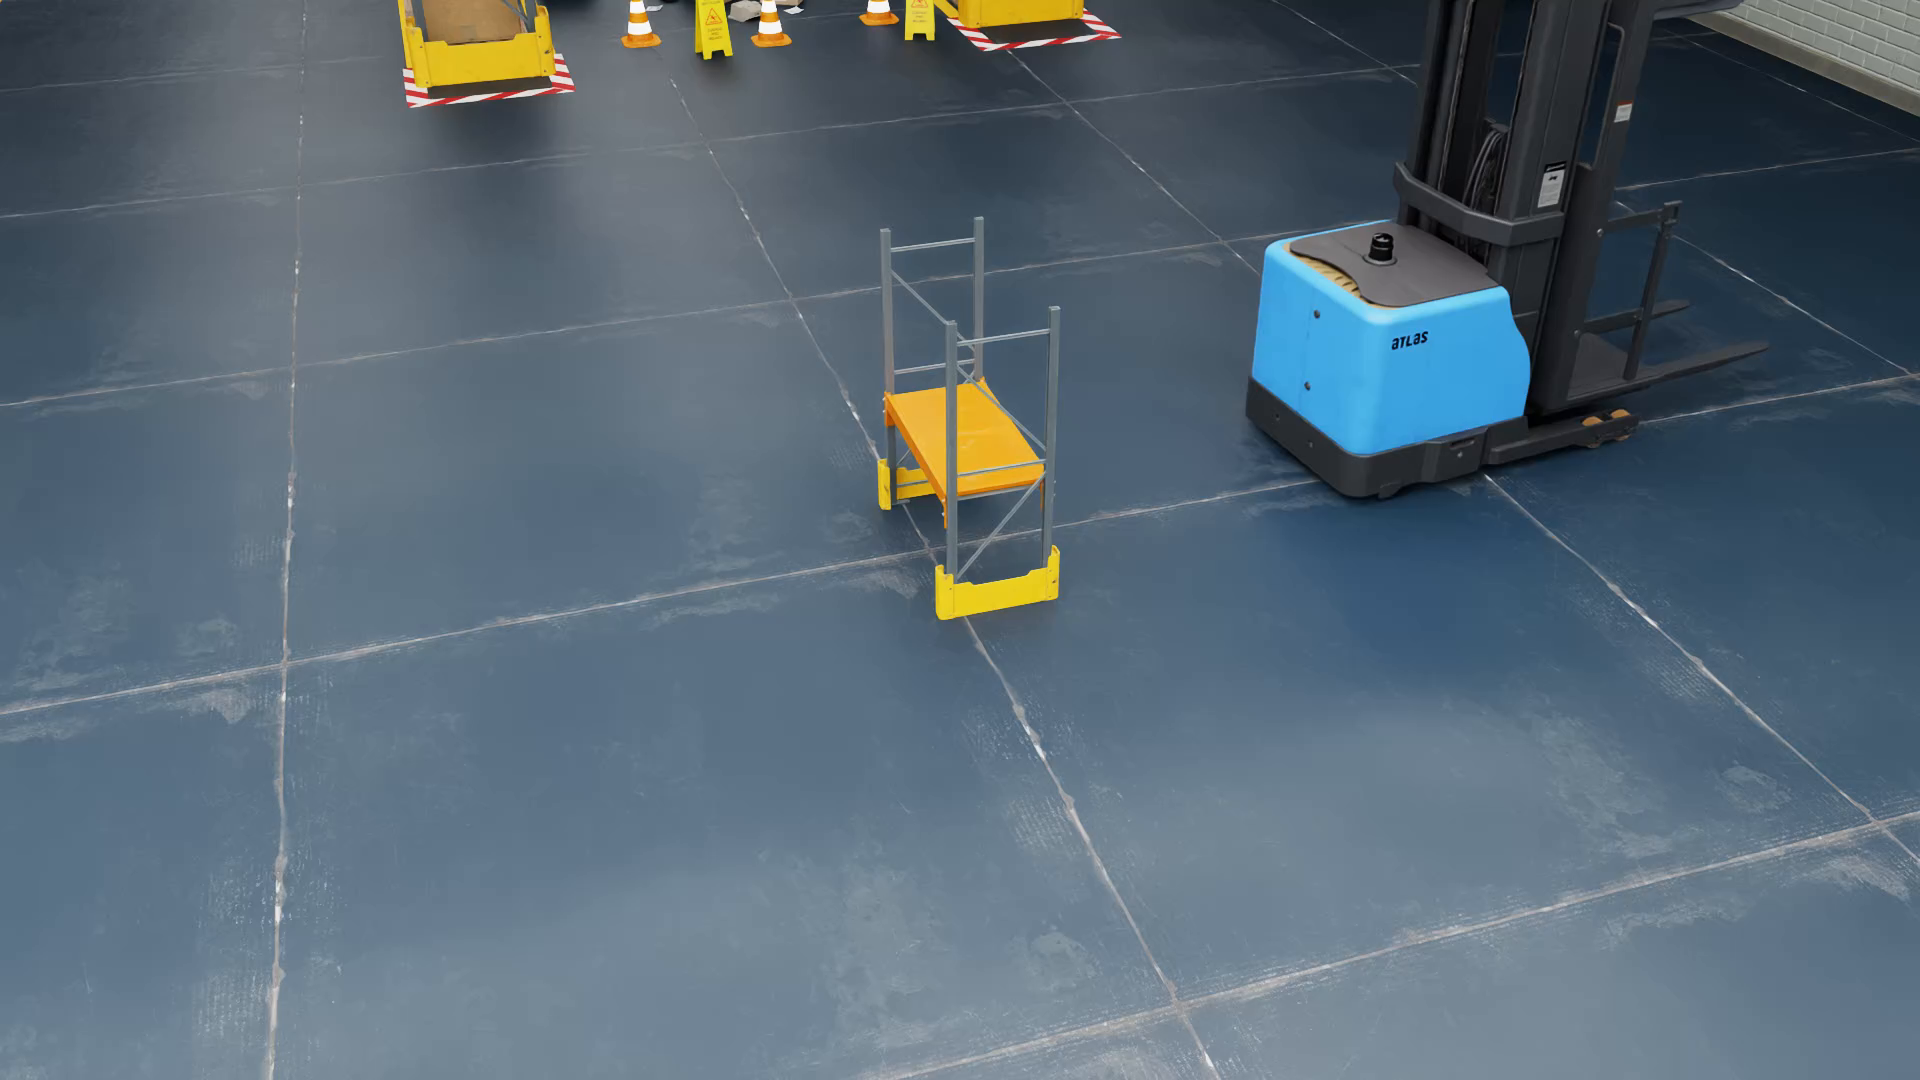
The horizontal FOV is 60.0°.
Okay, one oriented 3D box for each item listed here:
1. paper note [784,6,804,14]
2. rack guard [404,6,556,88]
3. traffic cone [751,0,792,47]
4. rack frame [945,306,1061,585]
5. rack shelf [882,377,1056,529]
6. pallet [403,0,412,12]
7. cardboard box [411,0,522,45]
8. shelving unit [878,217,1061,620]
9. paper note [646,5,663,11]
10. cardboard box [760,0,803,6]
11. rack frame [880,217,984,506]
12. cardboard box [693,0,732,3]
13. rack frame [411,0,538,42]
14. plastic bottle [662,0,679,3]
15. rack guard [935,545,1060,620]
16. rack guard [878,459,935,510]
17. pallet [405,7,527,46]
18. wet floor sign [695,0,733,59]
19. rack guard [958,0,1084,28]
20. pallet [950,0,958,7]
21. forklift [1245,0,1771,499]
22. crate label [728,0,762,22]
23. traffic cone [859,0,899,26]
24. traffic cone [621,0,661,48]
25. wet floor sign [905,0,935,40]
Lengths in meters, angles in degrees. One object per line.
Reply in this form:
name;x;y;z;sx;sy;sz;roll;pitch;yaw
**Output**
paper note;-1.585;-5.066;15.889;0.148;0.019;0.142;-23;40;-31
rack guard;-4.077;-4.202;14.156;1.175;0.500;0.348;-10;35;-15
traffic cone;-1.714;-4.729;14.986;0.336;0.463;0.334;-10;35;-15
rack frame;0.181;-0.314;7.365;0.500;1.500;0.032;-10;35;-15
rack shelf;0.026;-0.431;7.868;0.538;0.185;1.000;-10;35;-15
pallet;-4.771;-5.141;15.838;1.003;0.211;1.213;-10;35;-15
cardboard box;-4.354;-4.892;14.478;0.875;0.875;0.875;-10;35;-14
shelving unit;0.023;-0.586;7.776;0.587;1.500;1.083;-10;35;-15
paper note;-2.933;-5.105;15.950;0.144;0.017;0.142;1;33;2
cardboard box;-1.725;-5.302;16.139;0.380;0.149;0.250;7;34;10
rack frame;-0.129;-0.848;8.173;0.500;1.500;0.032;-10;35;-15
cardboard box;-2.348;-5.598;16.266;0.637;0.503;0.797;19;38;26
rack frame;-4.085;-5.258;13.486;1.000;3.000;0.127;-10;35;-15
plastic bottle;-2.871;-5.308;16.227;0.133;0.061;0.283;-23;40;-31
rack guard;0.175;0.197;7.725;0.587;0.250;0.087;-10;35;-15
rack guard;-0.129;-0.326;8.516;0.587;0.250;0.087;-10;35;-15
pallet;-4.403;-4.501;14.870;1.003;0.211;1.213;-10;35;-15
wet floor sign;-2.190;-4.593;14.616;0.267;0.644;0.232;-16;37;-23
rack guard;0.576;-5.140;15.576;1.175;0.500;0.348;-10;35;-15
pallet;0.361;-5.452;16.310;1.003;0.211;1.213;-10;35;-15
forklift;3.133;-1.971;8.574;3.031;2.935;1.130;-14;36;-20
crate label;-2.013;-4.995;15.685;0.298;0.136;0.250;27;42;34
traffic cone;-0.761;-5.094;15.539;0.336;0.463;0.334;-10;35;-15
traffic cone;-2.894;-4.717;14.969;0.336;0.463;0.334;-10;35;-15
wet floor sign;-0.362;-4.881;15.052;0.267;0.644;0.232;1;33;2
